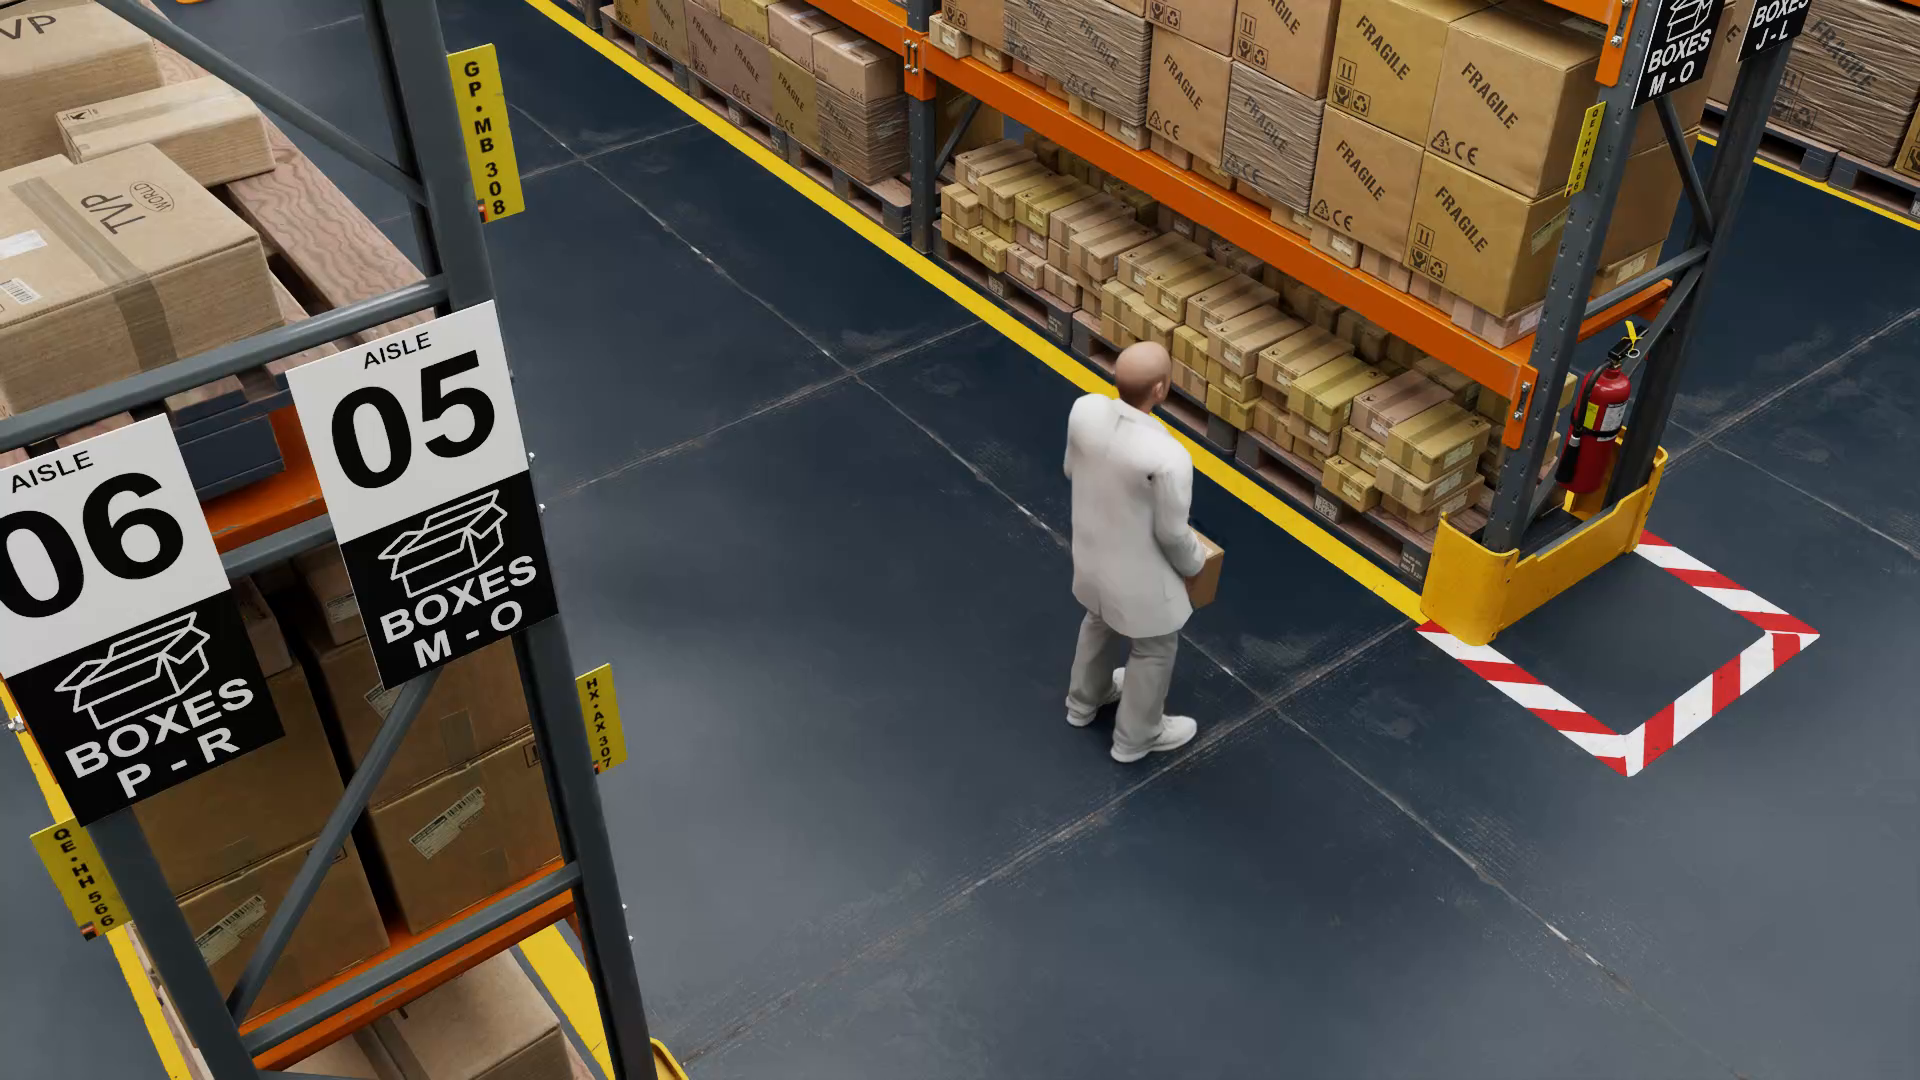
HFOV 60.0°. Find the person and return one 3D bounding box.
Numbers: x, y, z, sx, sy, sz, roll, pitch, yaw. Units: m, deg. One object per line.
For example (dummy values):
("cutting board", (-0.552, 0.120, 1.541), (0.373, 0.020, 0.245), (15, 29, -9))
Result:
("person", (1.474, -5.383, 12.632), (12.384, 1.779, 12.739), (-27, 47, -29))
